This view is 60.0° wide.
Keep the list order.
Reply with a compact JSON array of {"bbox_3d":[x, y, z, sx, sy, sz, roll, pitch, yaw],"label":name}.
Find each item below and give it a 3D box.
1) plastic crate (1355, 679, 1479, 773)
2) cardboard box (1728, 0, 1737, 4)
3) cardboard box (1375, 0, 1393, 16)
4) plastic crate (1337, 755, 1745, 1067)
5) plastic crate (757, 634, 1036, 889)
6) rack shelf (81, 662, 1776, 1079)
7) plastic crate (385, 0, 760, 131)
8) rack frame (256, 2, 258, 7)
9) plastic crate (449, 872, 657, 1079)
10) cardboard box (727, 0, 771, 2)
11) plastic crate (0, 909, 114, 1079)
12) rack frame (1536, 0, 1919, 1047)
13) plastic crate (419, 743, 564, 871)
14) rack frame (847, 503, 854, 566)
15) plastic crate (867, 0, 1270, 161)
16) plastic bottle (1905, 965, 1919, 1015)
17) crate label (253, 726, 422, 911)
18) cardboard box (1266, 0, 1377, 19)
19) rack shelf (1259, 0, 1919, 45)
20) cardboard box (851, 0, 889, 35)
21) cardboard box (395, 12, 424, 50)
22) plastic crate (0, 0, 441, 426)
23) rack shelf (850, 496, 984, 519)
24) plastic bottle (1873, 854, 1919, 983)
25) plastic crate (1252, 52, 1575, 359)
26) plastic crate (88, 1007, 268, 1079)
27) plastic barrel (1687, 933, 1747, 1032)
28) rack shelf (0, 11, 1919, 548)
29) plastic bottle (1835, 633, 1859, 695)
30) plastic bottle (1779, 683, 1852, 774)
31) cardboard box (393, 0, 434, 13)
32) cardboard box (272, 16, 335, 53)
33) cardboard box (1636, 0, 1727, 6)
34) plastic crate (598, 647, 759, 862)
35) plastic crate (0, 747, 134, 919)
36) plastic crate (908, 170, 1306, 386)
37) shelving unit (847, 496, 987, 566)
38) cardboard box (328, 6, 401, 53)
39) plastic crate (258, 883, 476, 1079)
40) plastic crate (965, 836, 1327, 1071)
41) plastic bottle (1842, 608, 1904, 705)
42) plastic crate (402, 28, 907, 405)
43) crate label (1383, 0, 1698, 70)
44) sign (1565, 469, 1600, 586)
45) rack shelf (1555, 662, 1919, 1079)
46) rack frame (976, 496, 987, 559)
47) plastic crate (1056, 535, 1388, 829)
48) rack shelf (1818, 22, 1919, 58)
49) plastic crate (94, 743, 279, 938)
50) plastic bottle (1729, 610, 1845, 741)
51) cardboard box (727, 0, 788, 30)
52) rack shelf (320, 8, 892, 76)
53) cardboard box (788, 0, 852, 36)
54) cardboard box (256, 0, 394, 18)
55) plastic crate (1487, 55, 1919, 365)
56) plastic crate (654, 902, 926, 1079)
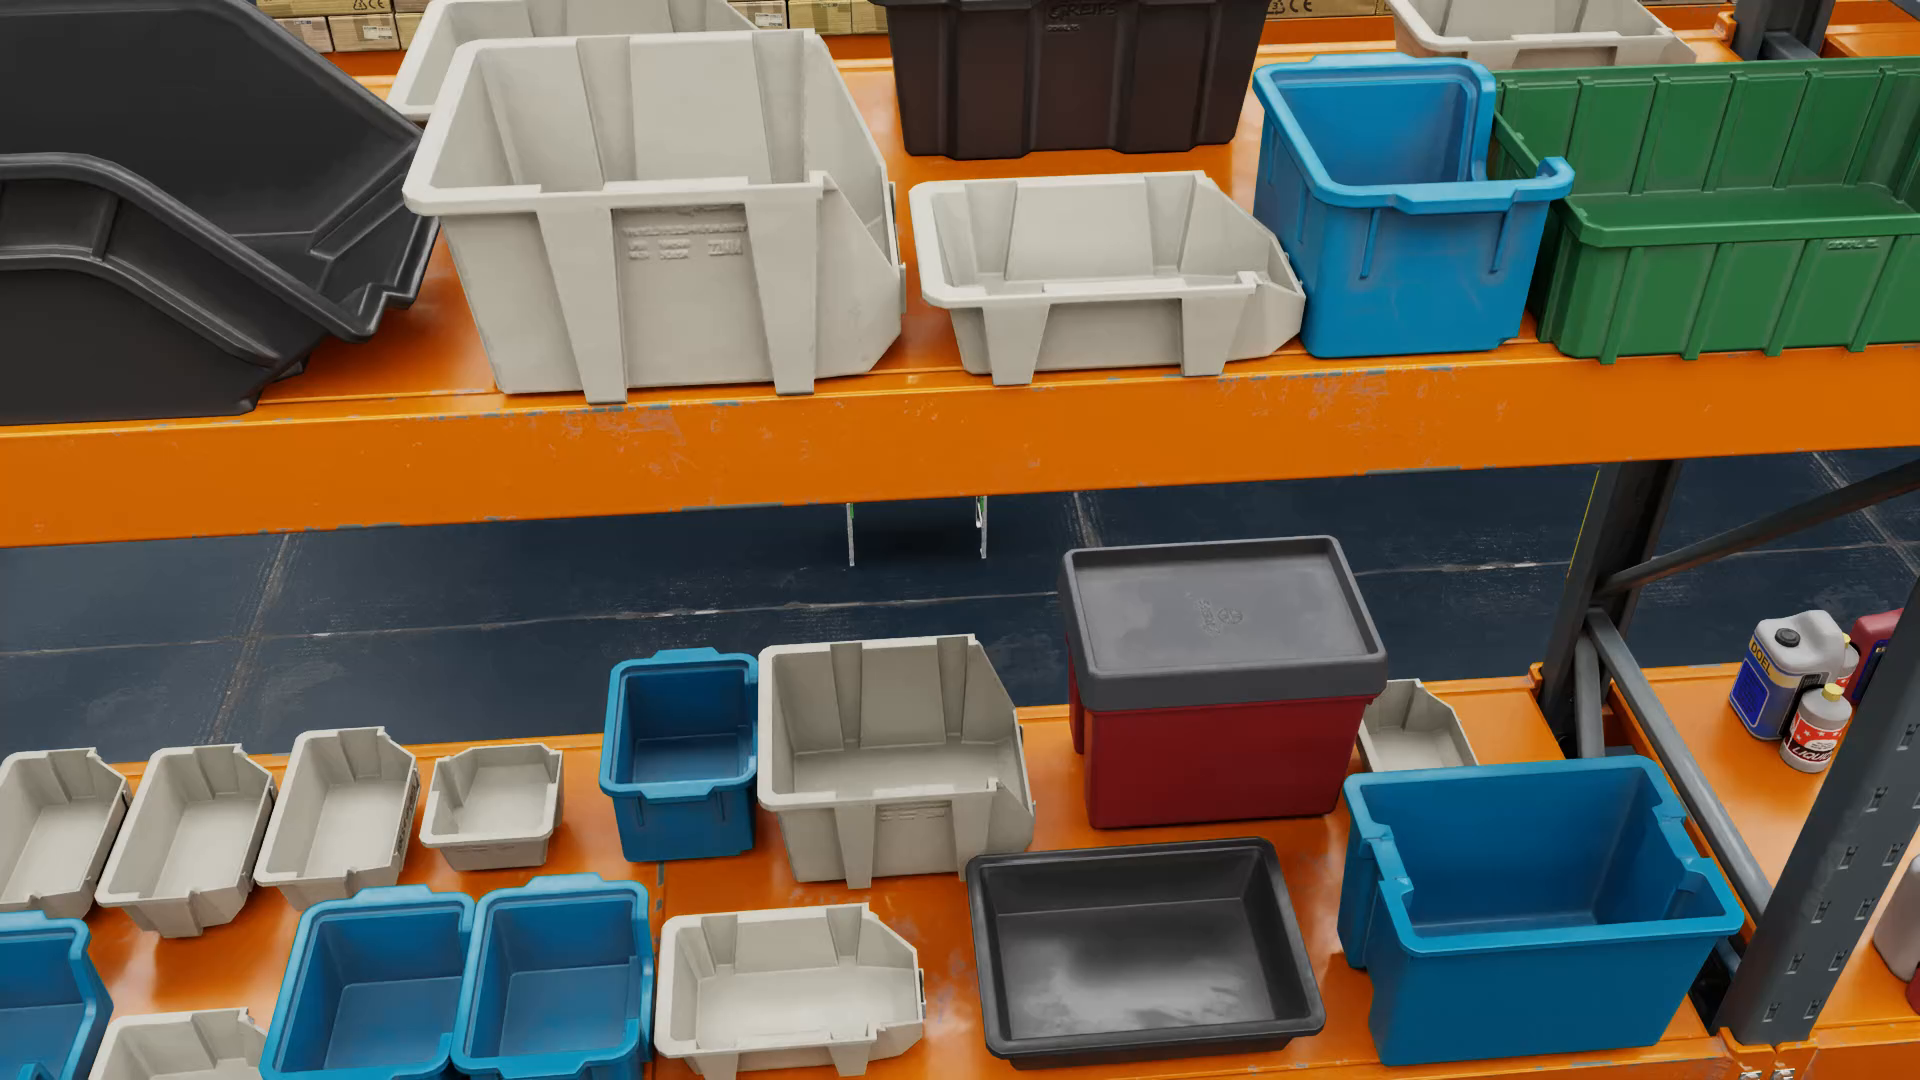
[{"bbox_3d":[0.936,0.471,3.396,0.243,0.136,0.396,-3,38,-4],"label":"plastic crate"},{"bbox_3d":[3.474,-2.627,7.077,0.500,0.500,0.500,-4,38,-5],"label":"cardboard box"},{"bbox_3d":[1.955,-2.541,6.968,0.500,0.500,0.500,-3,38,-4],"label":"cardboard box"},{"bbox_3d":[0.977,0.672,2.941,0.575,0.384,0.392,-3,38,-4],"label":"plastic crate"},{"bbox_3d":[-0.125,0.447,3.309,0.530,0.282,0.437,-3,38,-4],"label":"plastic crate"},{"bbox_3d":[-0.580,0.846,3.337,4.000,0.370,1.077,-3,38,-4],"label":"rack shelf"},{"bbox_3d":[-0.536,-0.667,2.466,0.530,0.136,0.437,-3,38,-4],"label":"plastic crate"},{"bbox_3d":[-3.011,-2.383,6.848,0.127,3.000,1.000,-3,38,-4],"label":"rack frame"},{"bbox_3d":[-0.687,0.816,2.881,0.300,0.233,0.416,-3,38,-4],"label":"plastic crate"},{"bbox_3d":[-0.971,-2.390,6.739,0.500,0.250,0.500,-4,38,-5],"label":"cardboard box"},{"bbox_3d":[-1.641,0.869,2.814,0.300,0.233,0.416,-3,38,-4],"label":"plastic crate"},{"bbox_3d":[1.412,0.454,3.253,0.127,3.000,1.000,-3,38,-4],"label":"rack frame"},{"bbox_3d":[-0.917,0.532,3.319,0.250,0.136,0.298,-3,38,-4],"label":"plastic crate"},{"bbox_3d":[-0.408,-0.449,5.850,0.015,1.200,0.240,-3,38,-4],"label":"rack frame"},{"bbox_3d":[0.151,-0.774,2.493,0.590,0.269,0.497,-3,38,-4],"label":"plastic crate"},{"bbox_3d":[1.815,0.743,2.981,0.133,0.283,0.061,-3,38,-4],"label":"plastic bottle"},{"bbox_3d":[-1.211,0.559,3.284,0.243,0.136,0.396,-3,38,-4],"label":"crate label"},{"bbox_3d":[1.454,-2.513,6.932,0.500,0.500,0.500,-3,38,-4],"label":"cardboard box"},{"bbox_3d":[2.966,-2.430,7.488,4.000,0.370,1.077,-3,38,-4],"label":"rack shelf"},{"bbox_3d":[-0.326,-2.228,6.855,0.250,0.149,0.380,-2,38,-3],"label":"cardboard box"},{"bbox_3d":[-2.117,-2.129,6.730,0.250,0.149,0.380,-4,38,-5],"label":"cardboard box"},{"bbox_3d":[-1.026,-0.394,1.957,0.767,0.338,0.504,-3,38,-4],"label":"plastic crate"},{"bbox_3d":[-0.165,-0.223,6.055,0.480,0.148,0.258,-3,38,-4],"label":"rack shelf"},{"bbox_3d":[1.832,0.651,3.043,0.185,0.351,0.144,-3,38,-4],"label":"plastic bottle"},{"bbox_3d":[0.534,-0.411,2.063,0.300,0.233,0.416,-3,38,-4],"label":"plastic crate"},{"bbox_3d":[-1.294,0.939,2.803,0.298,0.136,0.250,-3,38,-4],"label":"plastic crate"},{"bbox_3d":[1.956,1.093,3.798,0.708,0.901,0.600,-3,38,-4],"label":"plastic barrel"},{"bbox_3d":[-0.580,-0.332,2.408,4.000,0.370,1.077,-3,38,-4],"label":"rack shelf"},{"bbox_3d":[1.889,0.287,3.625,0.097,0.201,0.097,0,38,0],"label":"plastic bottle"},{"bbox_3d":[1.806,0.387,3.499,0.097,0.201,0.097,0,38,0],"label":"plastic bottle"},{"bbox_3d":[-1.992,-2.333,6.666,0.500,0.250,0.500,-4,38,-5],"label":"cardboard box"},{"bbox_3d":[-2.628,-2.100,6.693,0.250,0.149,0.380,-3,38,-3],"label":"cardboard box"},{"bbox_3d":[2.967,-2.599,7.042,0.500,0.500,0.500,-2,38,-3],"label":"cardboard box"},{"bbox_3d":[-0.549,0.444,3.352,0.300,0.233,0.416,-3,38,-4],"label":"plastic crate"},{"bbox_3d":[-1.776,0.597,3.237,0.243,0.136,0.396,-3,38,-4],"label":"plastic crate"},{"bbox_3d":[0.179,-0.316,2.020,0.466,0.136,0.293,-3,38,-4],"label":"plastic crate"},{"bbox_3d":[-0.165,-0.462,5.867,0.503,1.200,0.258,-3,38,-4],"label":"shelving unit"},{"bbox_3d":[-2.372,-2.115,6.712,0.250,0.149,0.380,-4,38,-5],"label":"cardboard box"},{"bbox_3d":[-0.985,0.833,2.860,0.300,0.233,0.416,-3,38,-4],"label":"plastic crate"},{"bbox_3d":[0.321,0.765,3.032,0.590,0.125,0.437,-3,38,-4],"label":"plastic crate"},{"bbox_3d":[2.003,0.238,3.622,0.133,0.283,0.061,-3,38,-4],"label":"plastic bottle"},{"bbox_3d":[-0.337,-0.389,1.996,0.530,0.282,0.437,-3,38,-4],"label":"plastic crate"},{"bbox_3d":[0.899,-0.772,2.598,0.466,0.136,0.293,-3,38,-4],"label":"crate label"},{"bbox_3d":[1.365,0.005,3.598,0.005,0.325,0.100,-3,38,-4],"label":"sign"},{"bbox_3d":[3.404,0.626,3.615,4.000,0.370,1.077,-3,38,-4],"label":"rack shelf"},{"bbox_3d":[0.078,-0.475,5.884,0.015,1.200,0.240,-3,38,-4],"label":"rack frame"},{"bbox_3d":[0.501,0.299,3.349,0.583,0.464,0.402,-3,38,-4],"label":"plastic crate"},{"bbox_3d":[3.404,-0.551,2.686,4.000,0.370,1.077,-3,38,-4],"label":"rack shelf"},{"bbox_3d":[-1.486,0.590,3.246,0.243,0.136,0.396,-3,38,-4],"label":"plastic crate"},{"bbox_3d":[1.776,0.281,3.572,0.135,0.276,0.152,-3,38,-4],"label":"plastic bottle"},{"bbox_3d":[-0.835,-2.201,6.820,0.250,0.149,0.380,-3,38,-3],"label":"cardboard box"},{"bbox_3d":[-1.019,-2.210,7.210,4.000,0.370,1.077,-3,38,-4],"label":"rack shelf"},{"bbox_3d":[-0.581,-2.214,6.837,0.250,0.149,0.380,-4,38,-5],"label":"cardboard box"},{"bbox_3d":[-2.509,-2.300,6.625,0.500,0.250,0.500,-4,38,-5],"label":"cardboard box"},{"bbox_3d":[1.017,-0.431,2.124,0.662,0.188,0.450,-3,38,-4],"label":"plastic crate"},{"bbox_3d":[-0.296,0.815,2.960,0.466,0.136,0.293,-3,38,-4],"label":"plastic crate"}]
